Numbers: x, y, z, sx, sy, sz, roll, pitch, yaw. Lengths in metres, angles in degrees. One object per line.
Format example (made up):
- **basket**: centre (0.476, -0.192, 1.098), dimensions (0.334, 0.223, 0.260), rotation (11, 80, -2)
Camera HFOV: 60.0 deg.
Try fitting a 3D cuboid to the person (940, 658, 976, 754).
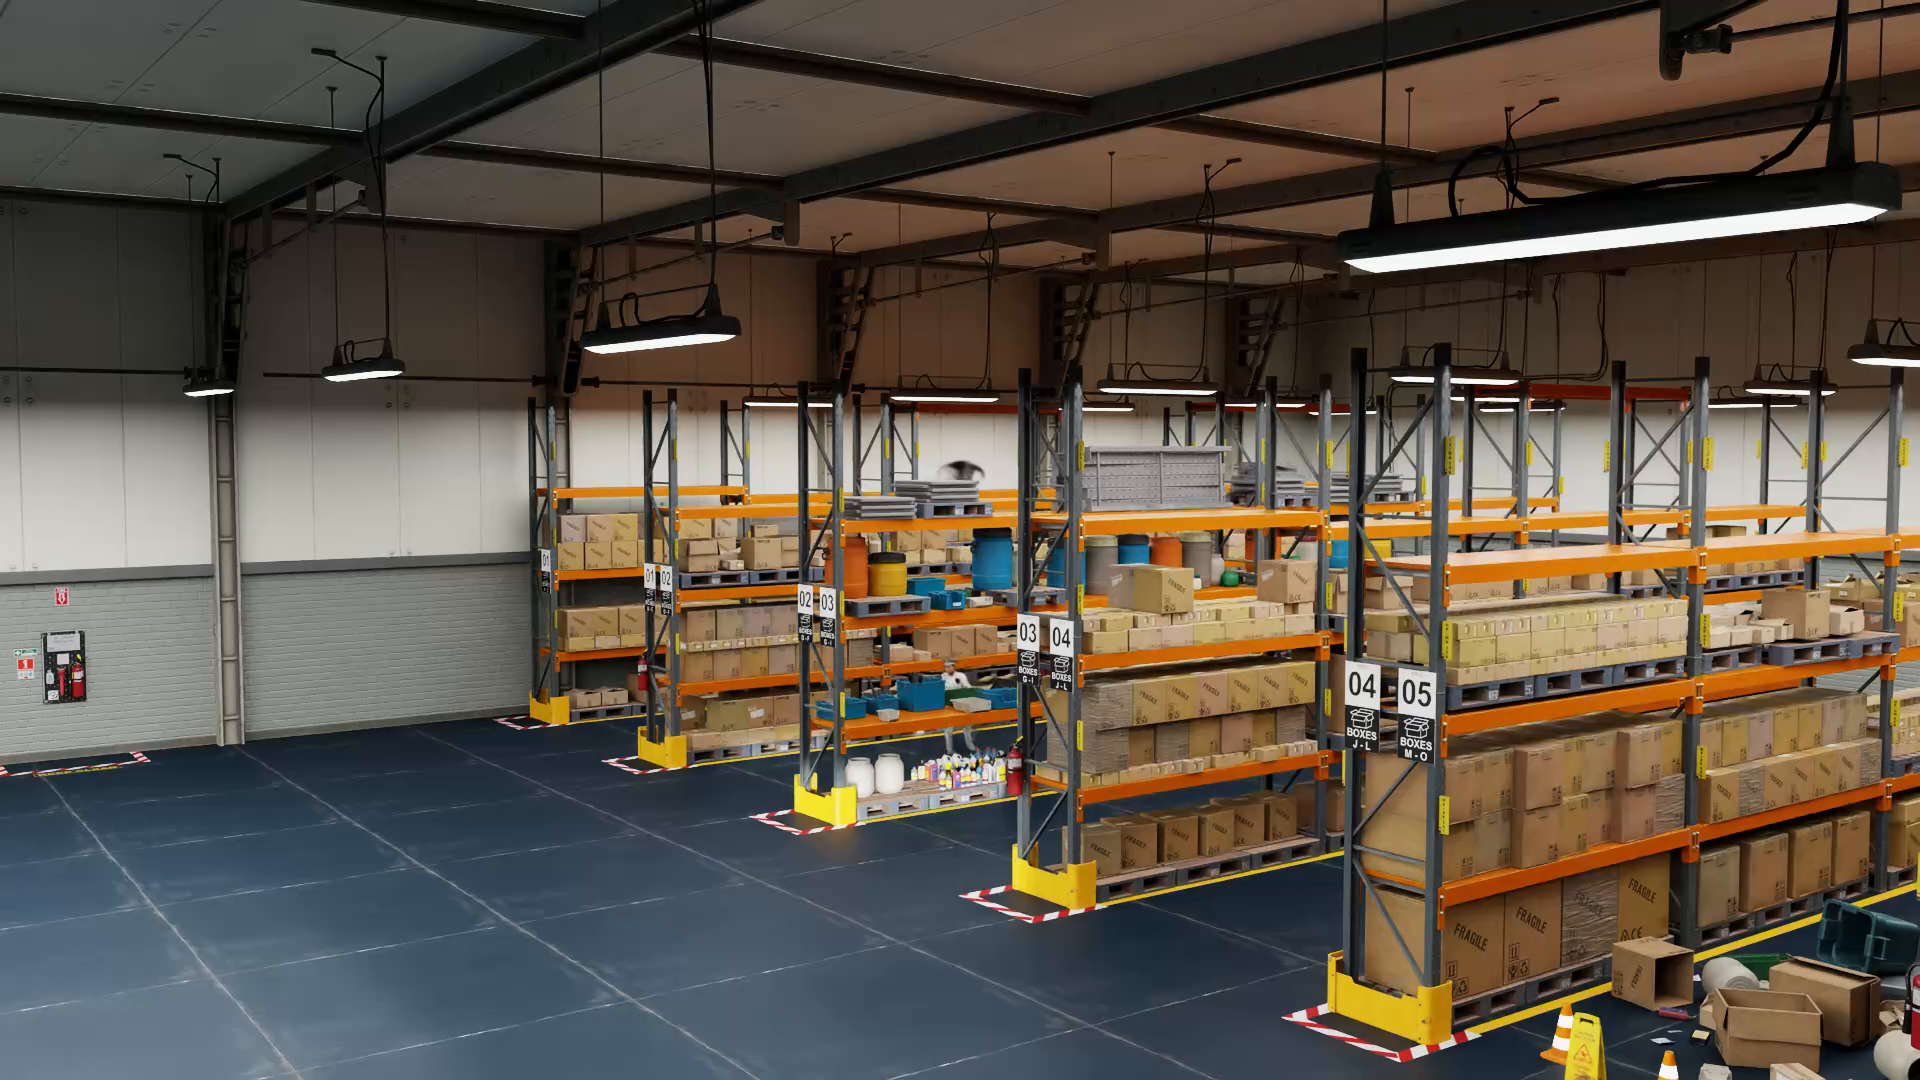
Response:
- **person**: centre (-0.067, 2.766, 27.650), dimensions (0.639, 1.639, 0.784), rotation (0, 3, 3)
